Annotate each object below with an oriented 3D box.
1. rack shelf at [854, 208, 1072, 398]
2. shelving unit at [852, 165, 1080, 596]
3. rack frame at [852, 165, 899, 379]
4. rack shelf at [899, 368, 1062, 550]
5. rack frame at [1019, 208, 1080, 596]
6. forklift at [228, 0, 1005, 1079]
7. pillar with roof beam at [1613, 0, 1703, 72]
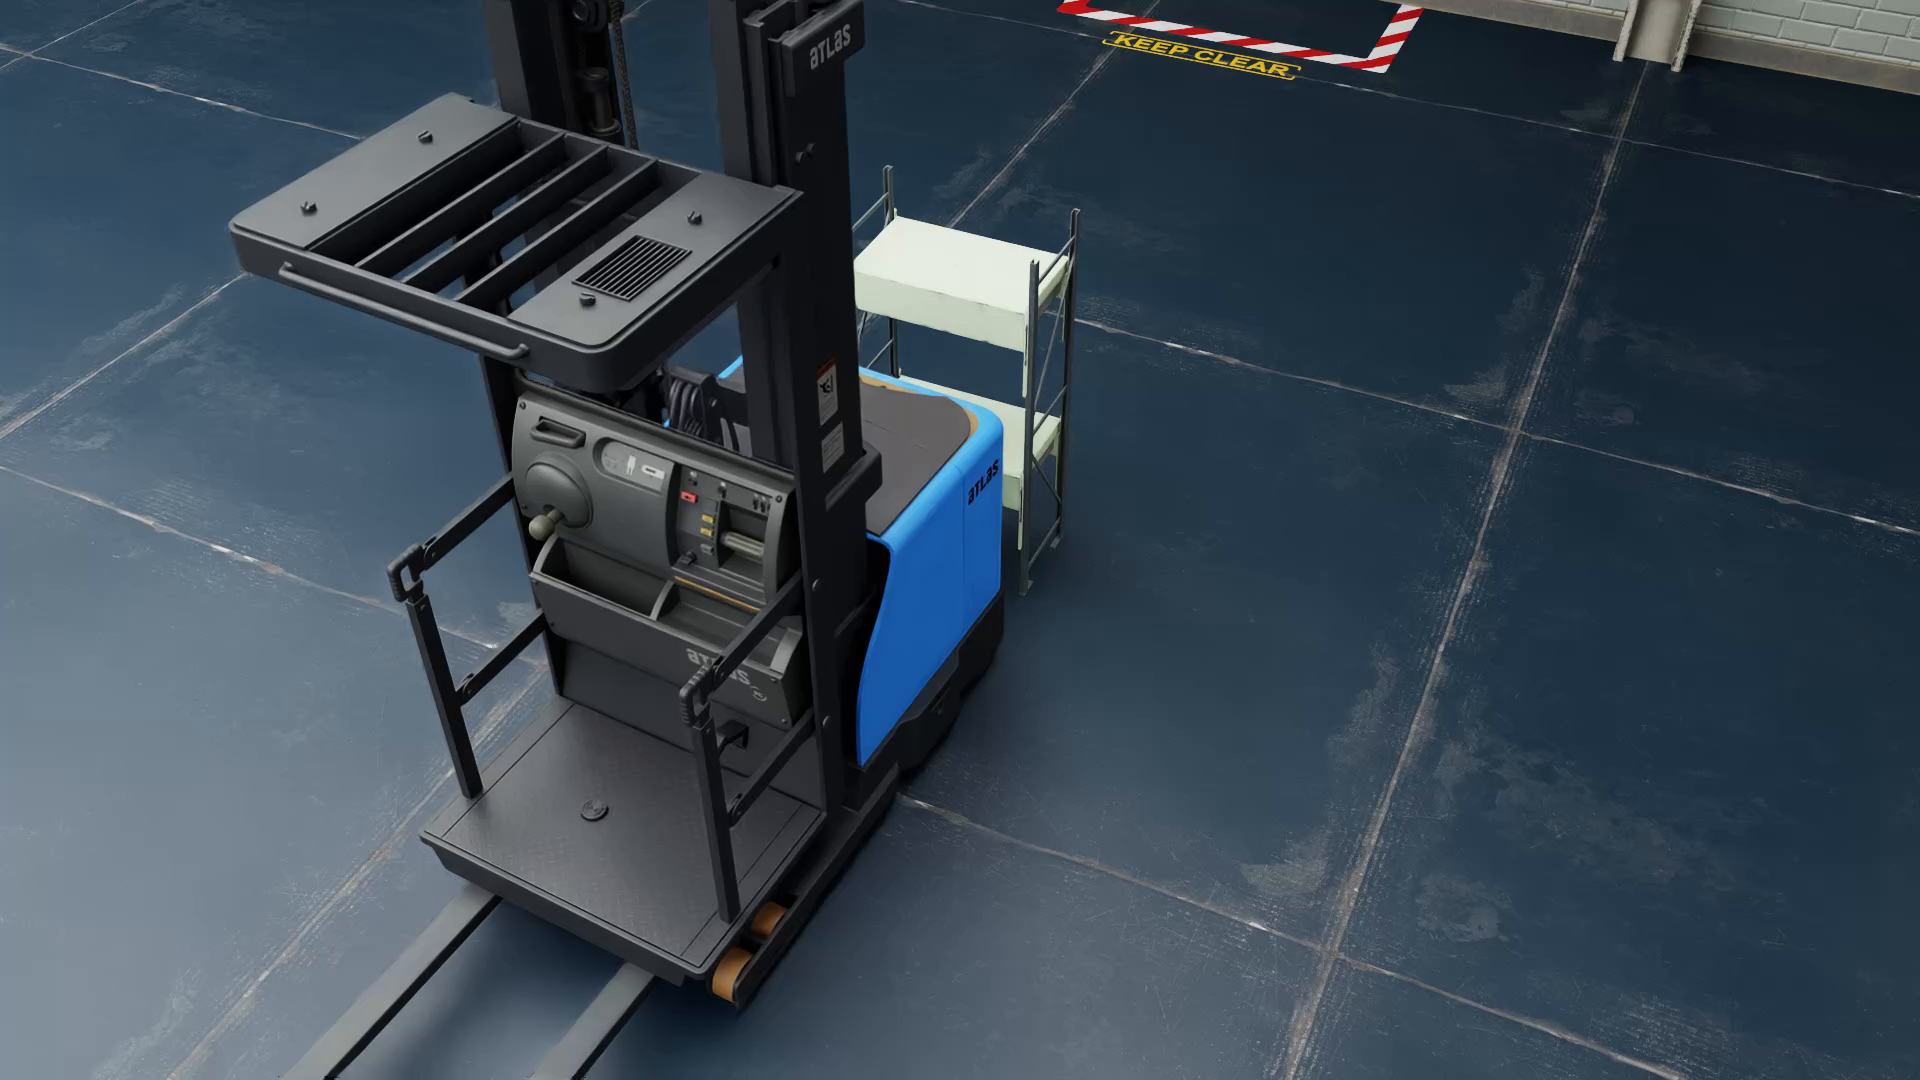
[{"bbox_3d":[-0.006,-0.863,6.005,0.720,0.370,0.431,17,44,19],"label":"rack shelf"},{"bbox_3d":[-0.006,-0.569,6.261,0.755,1.500,0.431,17,44,19],"label":"shelving unit"},{"bbox_3d":[-0.338,-0.670,6.378,0.023,1.500,0.400,17,44,19],"label":"rack frame"},{"bbox_3d":[-0.006,-0.322,6.474,0.720,0.370,0.431,17,44,19],"label":"rack shelf"},{"bbox_3d":[0.326,-0.467,6.144,0.023,1.500,0.400,17,44,19],"label":"rack frame"},{"bbox_3d":[-0.986,-0.033,4.550,1.130,2.935,3.031,20,45,21],"label":"forklift"},{"bbox_3d":[2.397,-3.805,4.269,0.400,9.000,9.100,17,44,19],"label":"pillar with roof beam"}]
